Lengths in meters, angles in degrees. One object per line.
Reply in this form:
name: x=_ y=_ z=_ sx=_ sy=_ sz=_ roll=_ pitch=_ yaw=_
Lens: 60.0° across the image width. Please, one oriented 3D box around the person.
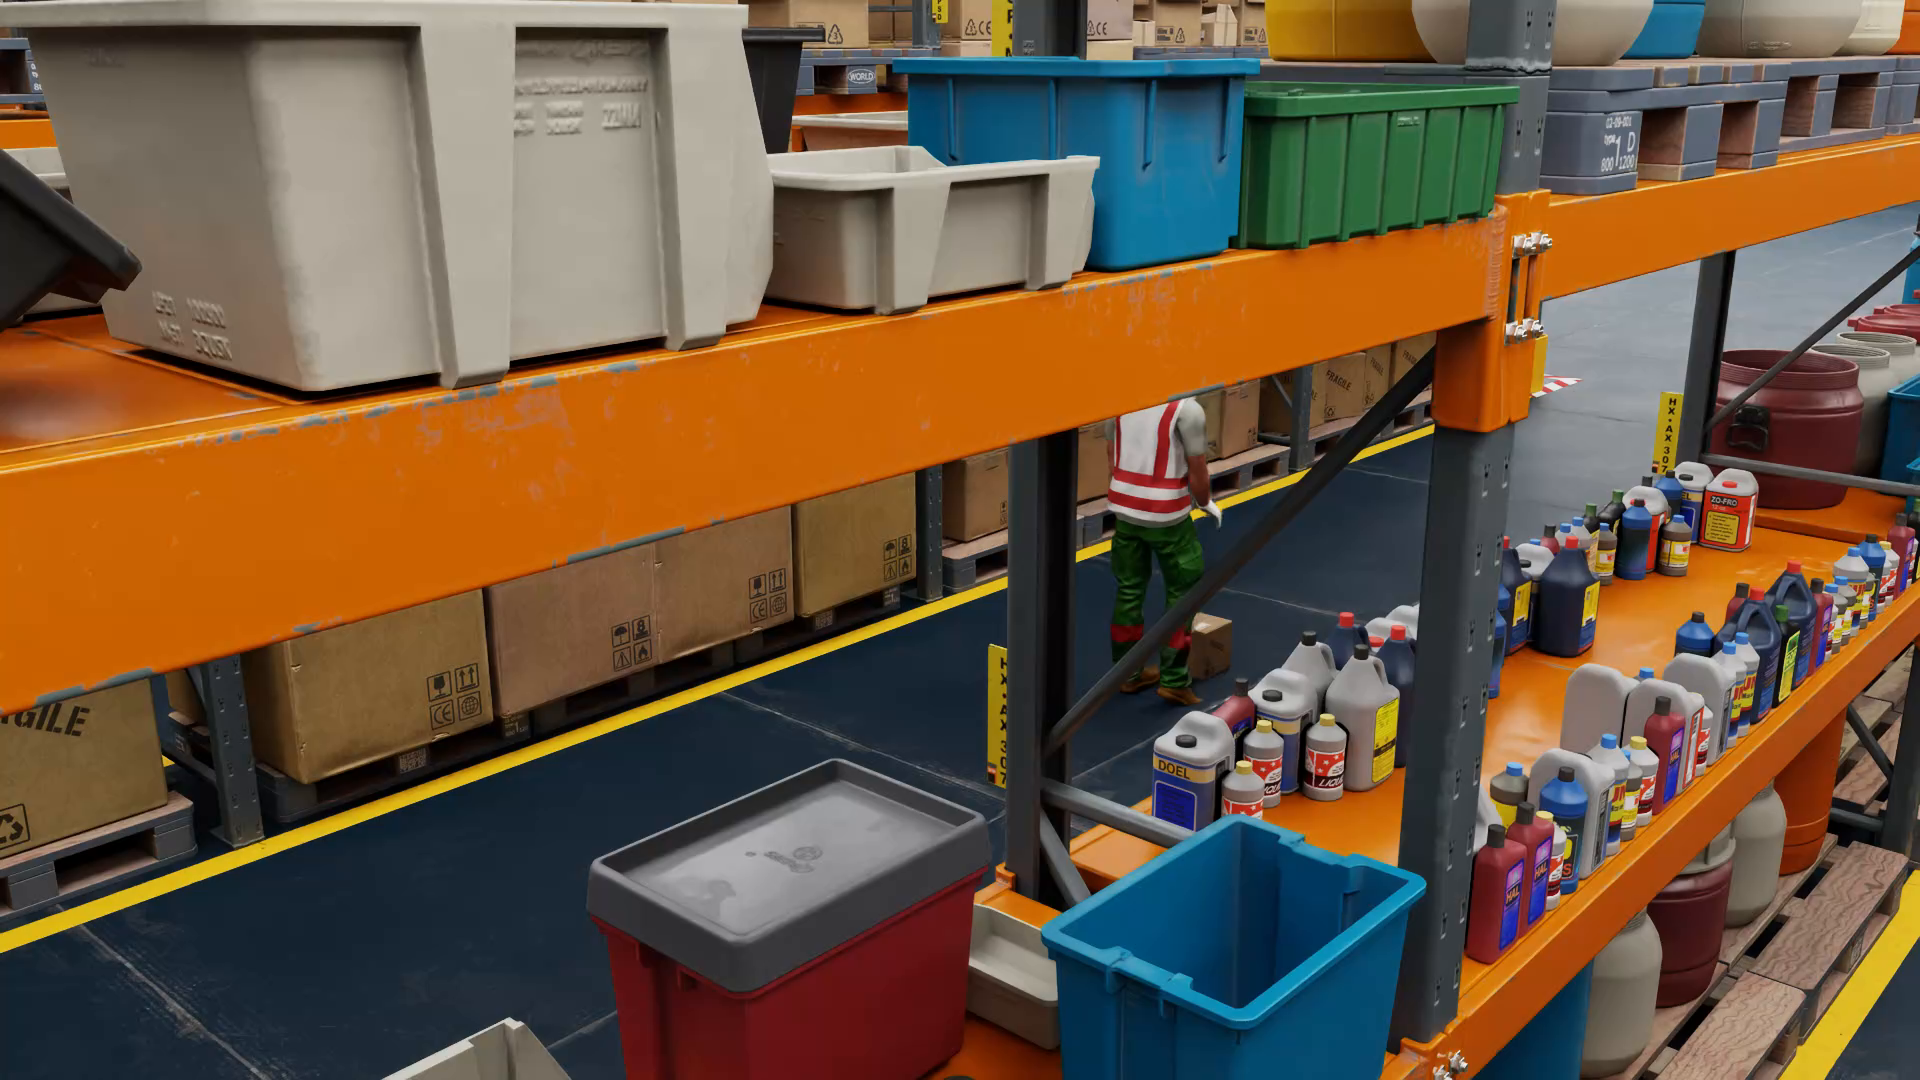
person: x=0.950 y=-0.092 z=7.902 sx=0.546 sy=1.850 sz=0.472 roll=14 pitch=22 yaw=39
